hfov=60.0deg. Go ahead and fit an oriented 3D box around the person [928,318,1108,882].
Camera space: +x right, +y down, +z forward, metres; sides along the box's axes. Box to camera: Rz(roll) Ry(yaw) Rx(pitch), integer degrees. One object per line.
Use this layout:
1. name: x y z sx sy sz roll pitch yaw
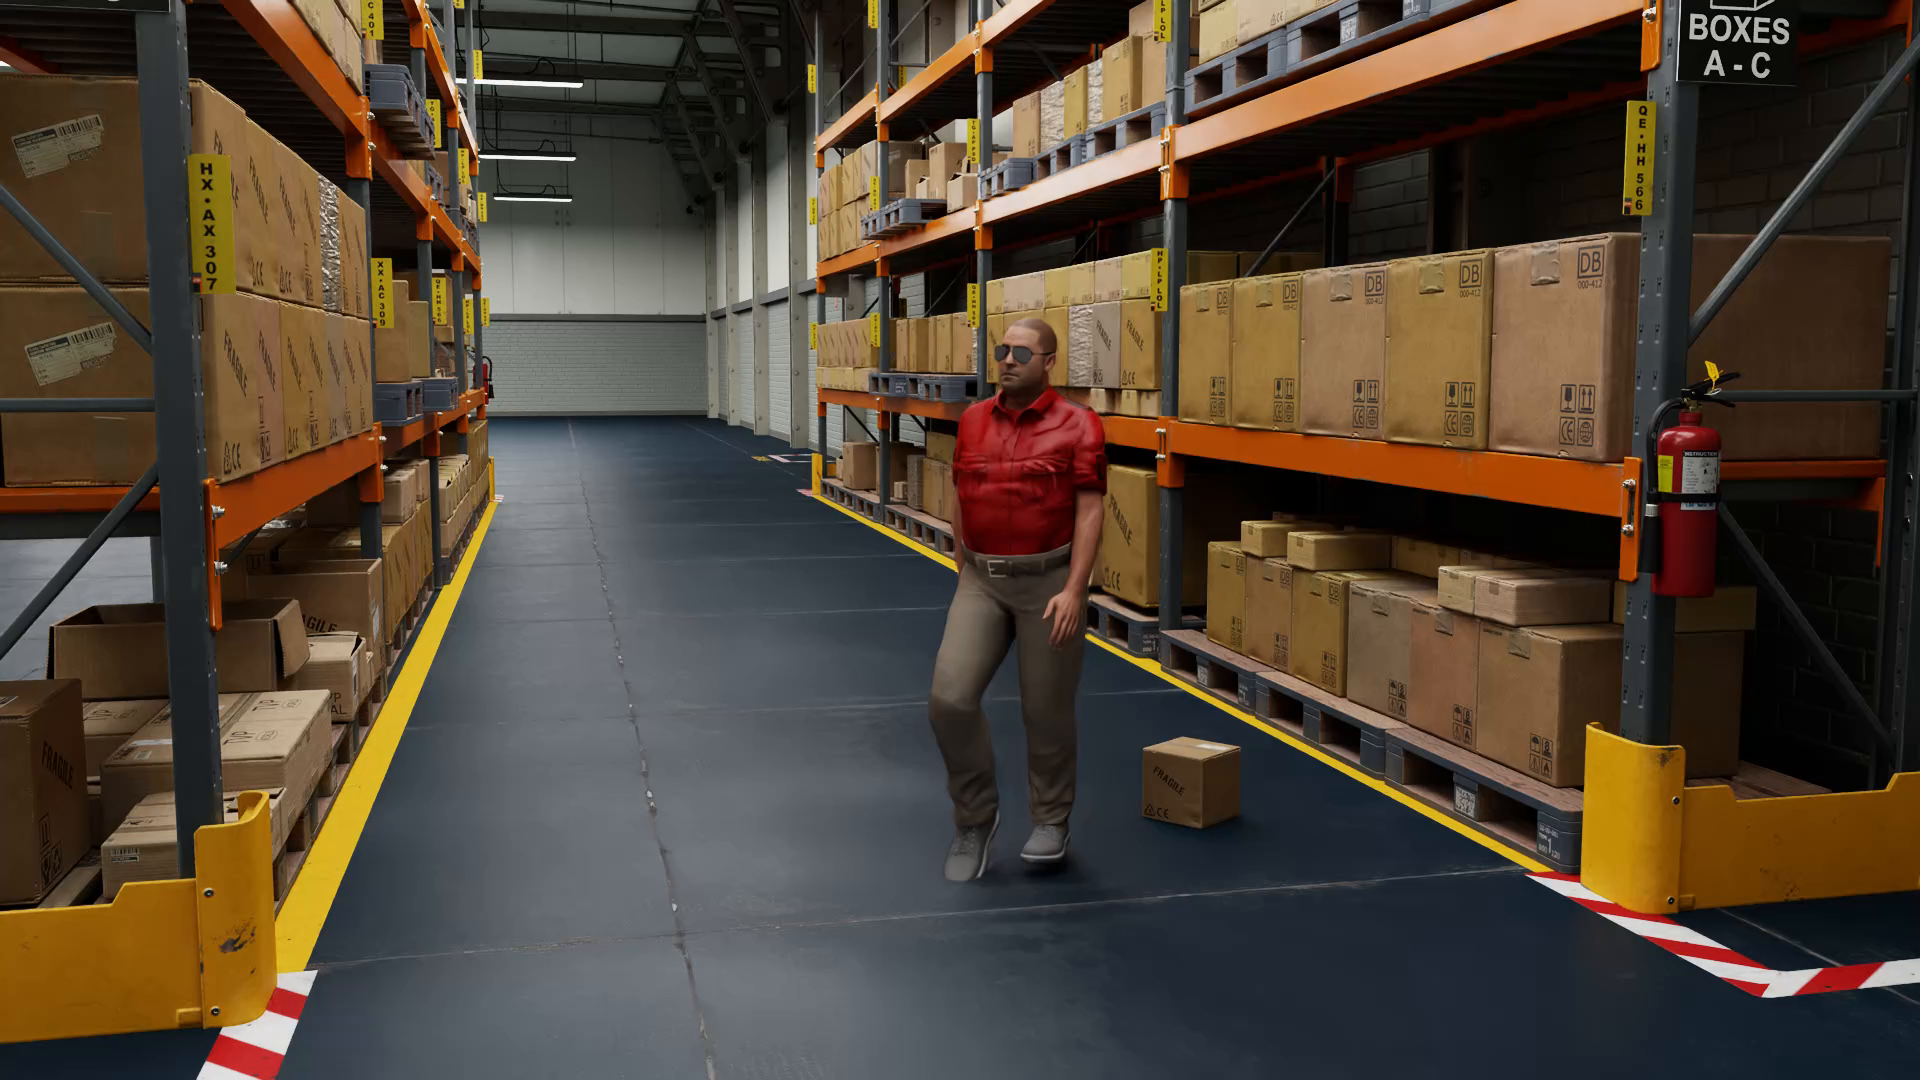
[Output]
1. person: 0.190 0.208 5.209 0.543 1.794 0.506 2 7 22
